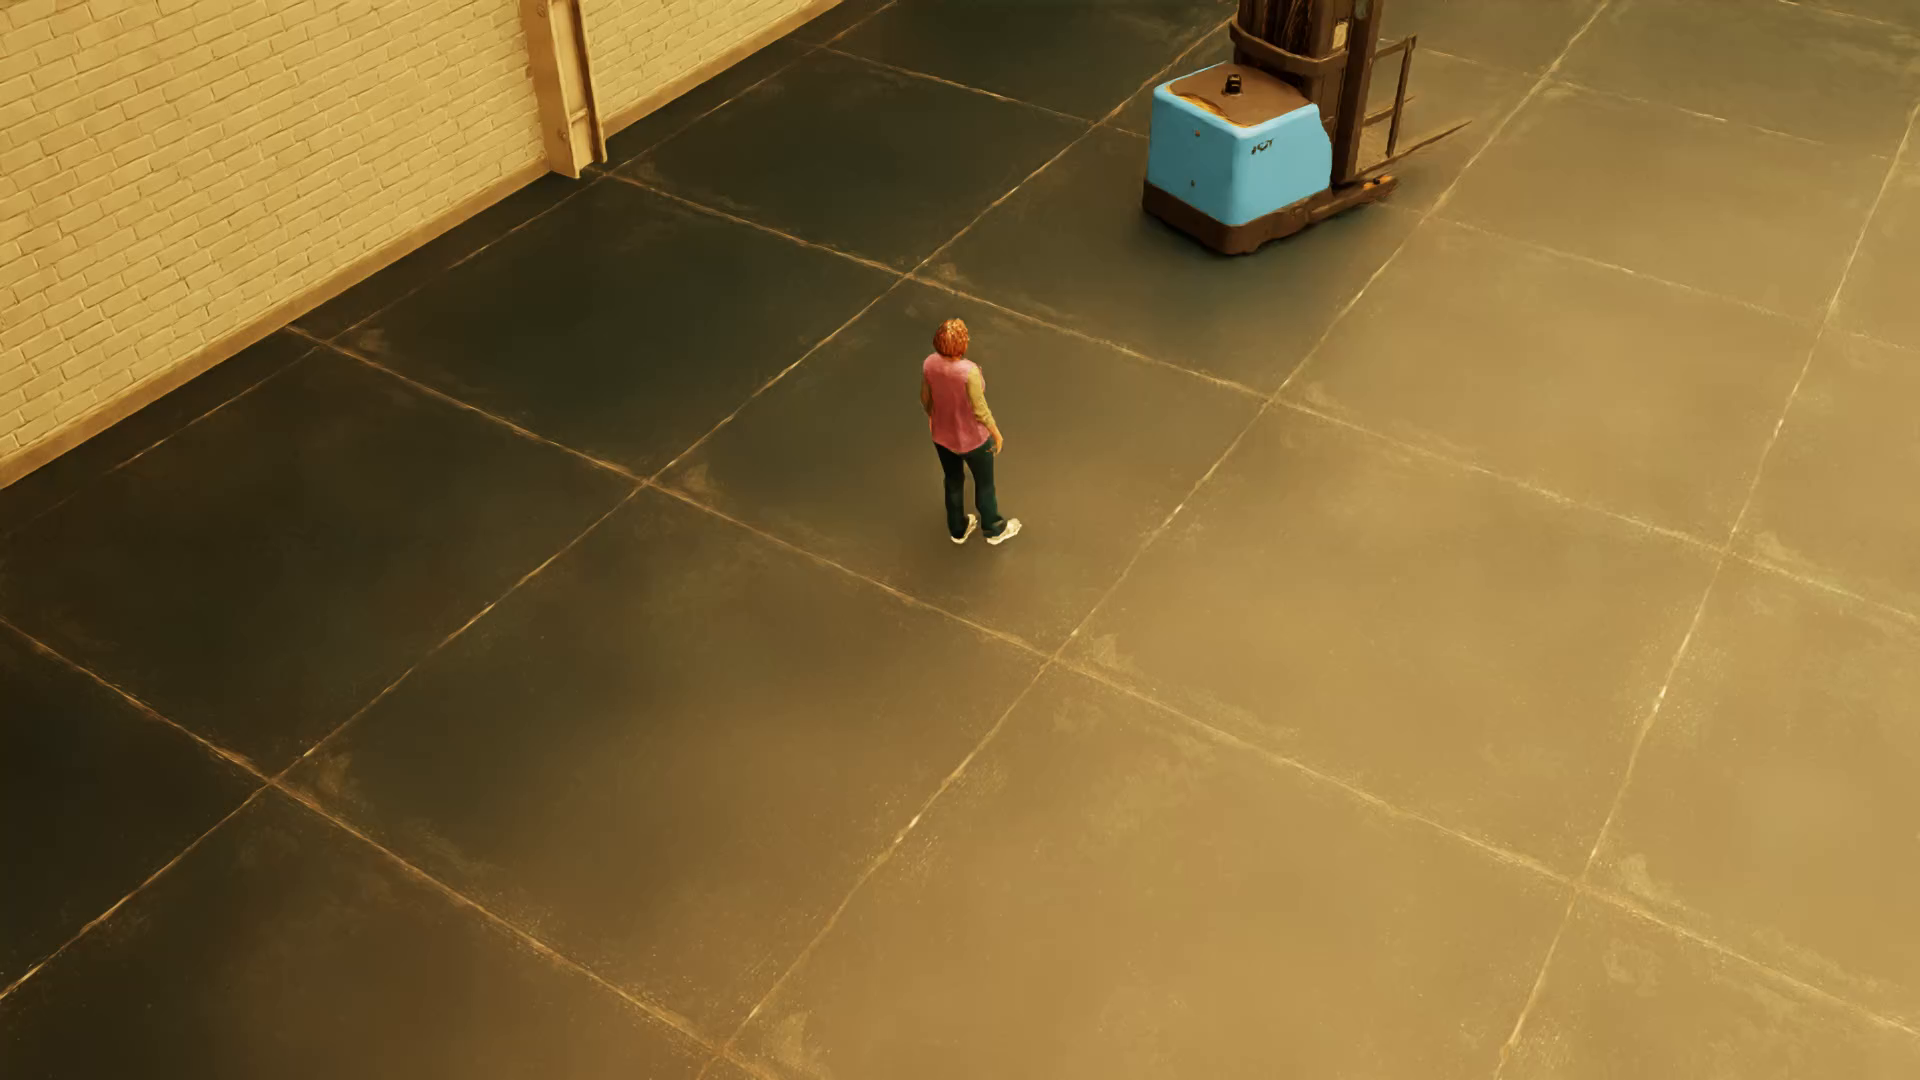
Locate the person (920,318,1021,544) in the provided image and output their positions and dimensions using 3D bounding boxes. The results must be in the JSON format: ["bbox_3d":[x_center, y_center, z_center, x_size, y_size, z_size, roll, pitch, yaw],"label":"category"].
[{"bbox_3d":[0.051,-0.650,9.755,0.520,1.597,0.474,22,45,24],"label":"person"}]

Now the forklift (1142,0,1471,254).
[{"bbox_3d":[2.932,-4.083,12.785,3.031,2.935,1.130,-26,47,-28],"label":"forklift"}]
